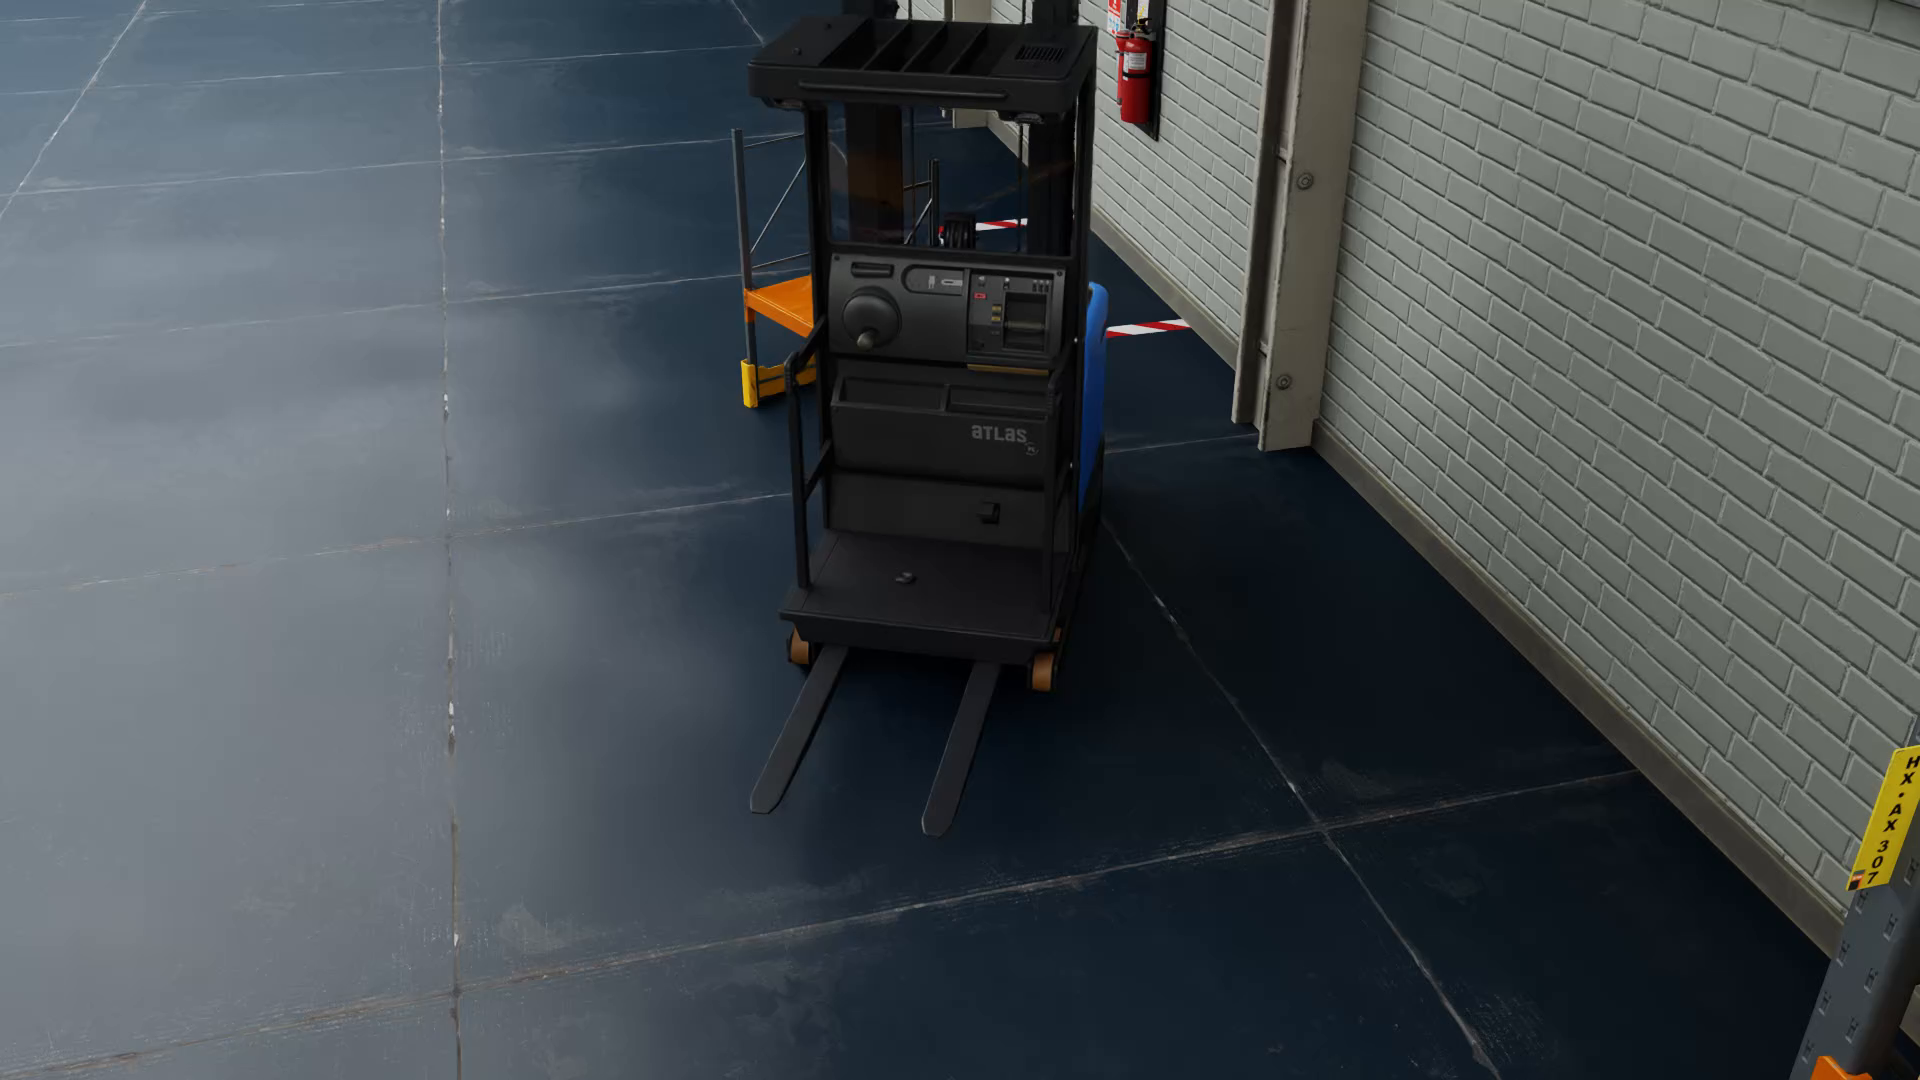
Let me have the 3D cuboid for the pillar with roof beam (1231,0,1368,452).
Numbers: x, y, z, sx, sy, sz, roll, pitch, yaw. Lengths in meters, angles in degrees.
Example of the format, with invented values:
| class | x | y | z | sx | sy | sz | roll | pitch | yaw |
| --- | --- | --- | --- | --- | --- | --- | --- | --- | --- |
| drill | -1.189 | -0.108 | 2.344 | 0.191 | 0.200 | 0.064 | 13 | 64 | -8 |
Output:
| class | x | y | z | sx | sy | sz | roll | pitch | yaw |
| --- | --- | --- | --- | --- | --- | --- | --- | --- | --- |
| pillar with roof beam | -2.506 | -3.892 | 5.490 | 9.100 | 9.000 | 0.400 | -8 | 31 | -13 |

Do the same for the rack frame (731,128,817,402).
| class | x | y | z | sx | sy | sz | roll | pitch | yaw |
| --- | --- | --- | --- | --- | --- | --- | --- | --- | --- |
| rack frame | -0.937 | -1.473 | 8.798 | 0.500 | 1.500 | 0.032 | -22 | 37 | -33 |

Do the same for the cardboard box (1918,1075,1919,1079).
| class | x | y | z | sx | sy | sz | roll | pitch | yaw |
| --- | --- | --- | --- | --- | --- | --- | --- | --- | --- |
| cardboard box | 2.041 | 1.141 | 2.913 | 0.500 | 0.250 | 0.500 | -9 | 31 | -15 |

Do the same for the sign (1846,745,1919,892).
| class | x | y | z | sx | sy | sz | roll | pitch | yaw |
| --- | --- | --- | --- | --- | --- | --- | --- | --- | --- |
| sign | 1.694 | 0.505 | 3.019 | 0.100 | 0.325 | 0.005 | -8 | 31 | -13 |

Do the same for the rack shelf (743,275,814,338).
| class | x | y | z | sx | sy | sz | roll | pitch | yaw |
| --- | --- | --- | --- | --- | --- | --- | --- | --- | --- |
| rack shelf | -0.620 | -1.118 | 8.544 | 0.538 | 0.185 | 1.000 | -22 | 37 | -33 |

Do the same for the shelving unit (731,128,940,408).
| class | x | y | z | sx | sy | sz | roll | pitch | yaw |
| --- | --- | --- | --- | --- | --- | --- | --- | --- | --- |
| shelving unit | -0.614 | -1.270 | 8.448 | 0.587 | 1.500 | 1.083 | -22 | 37 | -33 |

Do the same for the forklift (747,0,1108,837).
| class | x | y | z | sx | sy | sz | roll | pitch | yaw |
| --- | --- | --- | --- | --- | --- | --- | --- | --- | --- |
| forklift | -0.094 | -0.856 | 6.303 | 1.130 | 2.935 | 3.031 | 6 | 31 | 10 |

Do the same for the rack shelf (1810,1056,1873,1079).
| class | x | y | z | sx | sy | sz | roll | pitch | yaw |
| --- | --- | --- | --- | --- | --- | --- | --- | --- | --- |
| rack shelf | 2.748 | 2.085 | 1.872 | 1.077 | 0.370 | 4.000 | -8 | 31 | -13 |

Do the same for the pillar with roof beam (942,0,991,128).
| class | x | y | z | sx | sy | sz | roll | pitch | yaw |
| --- | --- | --- | --- | --- | --- | --- | --- | --- | --- |
| pillar with roof beam | -4.098 | -6.789 | 10.497 | 9.100 | 9.000 | 0.400 | -8 | 31 | -13 |

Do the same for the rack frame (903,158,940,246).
| class | x | y | z | sx | sy | sz | roll | pitch | yaw |
| --- | --- | --- | --- | --- | --- | --- | --- | --- | --- |
| rack frame | -0.303 | -1.075 | 8.110 | 0.500 | 1.500 | 0.032 | -22 | 37 | -33 |

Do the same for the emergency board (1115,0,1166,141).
| class | x | y | z | sx | sy | sz | roll | pitch | yaw |
| --- | --- | --- | --- | --- | --- | --- | --- | --- | --- |
| emergency board | 1.026 | -3.066 | 10.053 | 0.194 | 1.169 | 0.643 | -8 | 31 | -13 |

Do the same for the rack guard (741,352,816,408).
| class | x | y | z | sx | sy | sz | roll | pitch | yaw |
| --- | --- | --- | --- | --- | --- | --- | --- | --- | --- |
| rack guard | -0.925 | -0.925 | 9.098 | 0.587 | 0.250 | 0.087 | -22 | 37 | -33 |

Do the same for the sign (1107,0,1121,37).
| class | x | y | z | sx | sy | sz | roll | pitch | yaw |
| --- | --- | --- | --- | --- | --- | --- | --- | --- | --- |
| sign | 0.978 | -3.362 | 10.529 | 0.001 | 0.329 | 0.234 | -8 | 31 | -13 |
